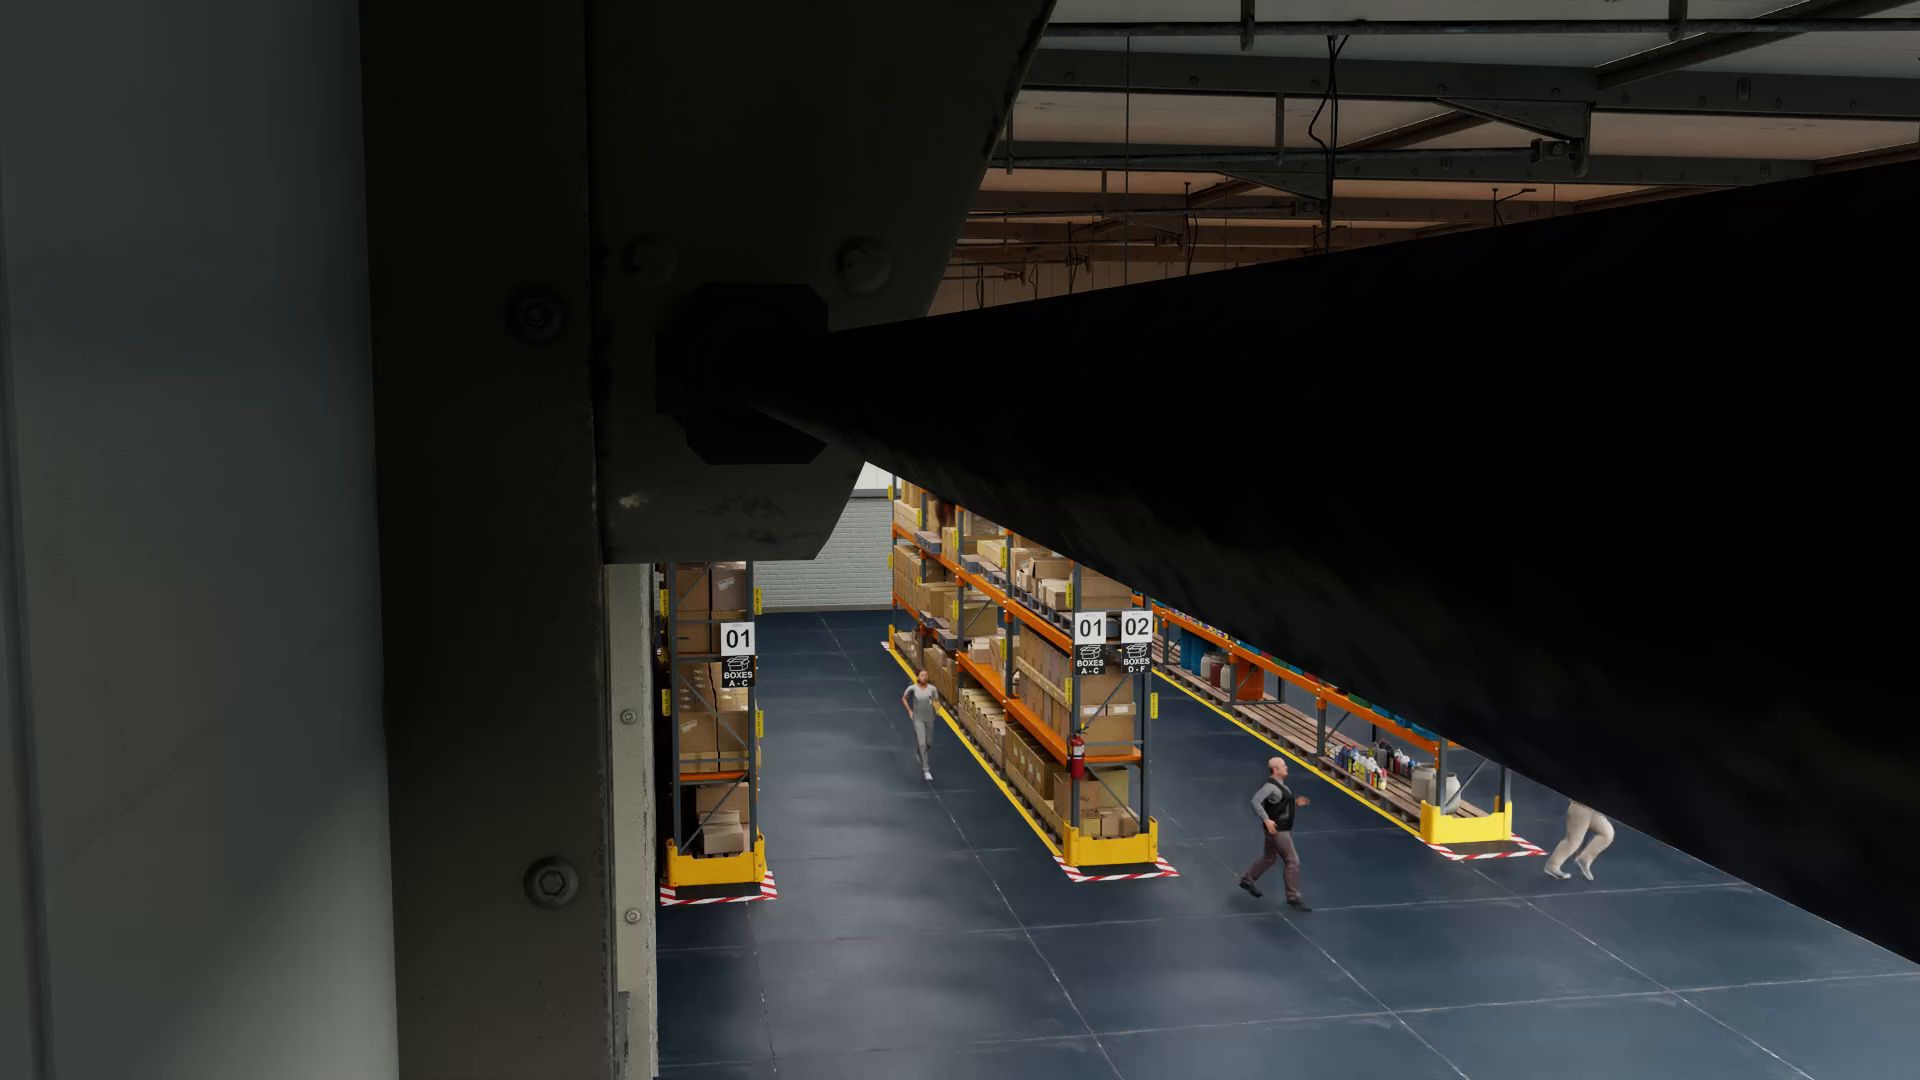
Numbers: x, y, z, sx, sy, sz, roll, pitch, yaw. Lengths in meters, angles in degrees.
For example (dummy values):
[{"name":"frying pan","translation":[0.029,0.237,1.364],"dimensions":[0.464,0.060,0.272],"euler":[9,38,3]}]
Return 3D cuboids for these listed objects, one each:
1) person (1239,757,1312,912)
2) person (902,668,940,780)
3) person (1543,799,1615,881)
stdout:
[{"name":"person","translation":[3.663,3.383,19.263],"dimensions":[0.859,1.762,0.637],"euler":[2,6,16]},{"name":"person","translation":[-0.584,2.769,25.455],"dimensions":[0.567,1.667,0.867],"euler":[-2,6,-17]},{"name":"person","translation":[7.584,3.303,20.161],"dimensions":[0.871,1.718,0.675],"euler":[4,7,33]}]
